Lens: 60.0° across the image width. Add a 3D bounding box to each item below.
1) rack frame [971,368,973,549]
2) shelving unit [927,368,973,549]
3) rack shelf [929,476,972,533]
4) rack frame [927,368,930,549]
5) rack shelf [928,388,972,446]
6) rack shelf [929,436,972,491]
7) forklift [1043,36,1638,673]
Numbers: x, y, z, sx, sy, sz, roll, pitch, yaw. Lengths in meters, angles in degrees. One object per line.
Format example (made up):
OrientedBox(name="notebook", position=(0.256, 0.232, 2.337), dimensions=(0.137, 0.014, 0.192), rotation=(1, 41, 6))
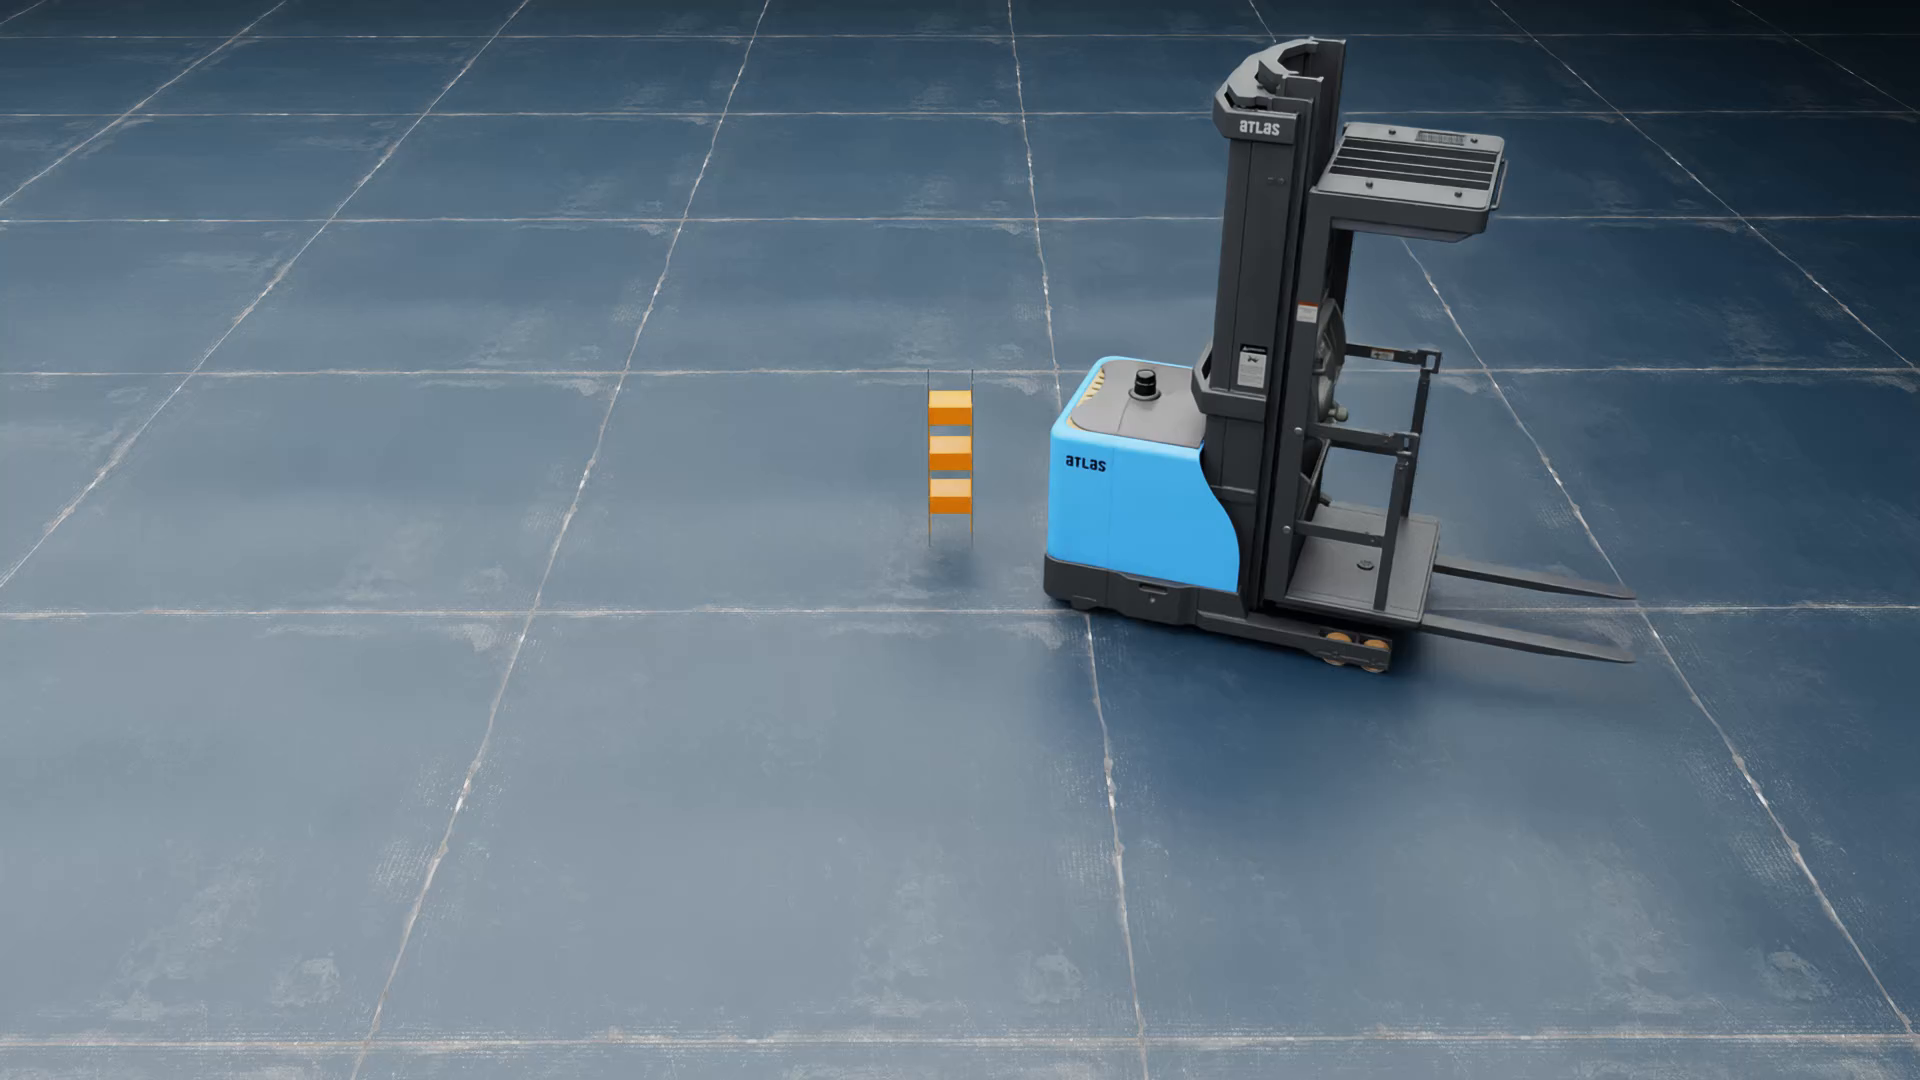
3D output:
OrientedBox(name="rack frame", position=(0.068, -0.449, 9.367), dimensions=(0.008, 1.050, 0.200), rotation=(0, 31, 0))
OrientedBox(name="shelving unit", position=(-0.054, -0.449, 9.367), dimensions=(0.252, 1.050, 0.215), rotation=(0, 31, 0))
OrientedBox(name="rack shelf", position=(-0.054, -0.202, 9.516), dimensions=(0.240, 0.259, 0.215), rotation=(0, 31, 0))
OrientedBox(name="rack frame", position=(-0.176, -0.448, 9.366), dimensions=(0.008, 1.050, 0.200), rotation=(0, 31, 0))
OrientedBox(name="rack shelf", position=(-0.054, -0.682, 9.225), dimensions=(0.240, 0.259, 0.215), rotation=(0, 31, 0))
OrientedBox(name="rack shelf", position=(-0.054, -0.440, 9.372), dimensions=(0.240, 0.259, 0.215), rotation=(0, 31, 0))
OrientedBox(name="forklift", position=(2.027, -0.886, 8.273), dimensions=(3.031, 2.935, 1.130), rotation=(10, 33, 17))
